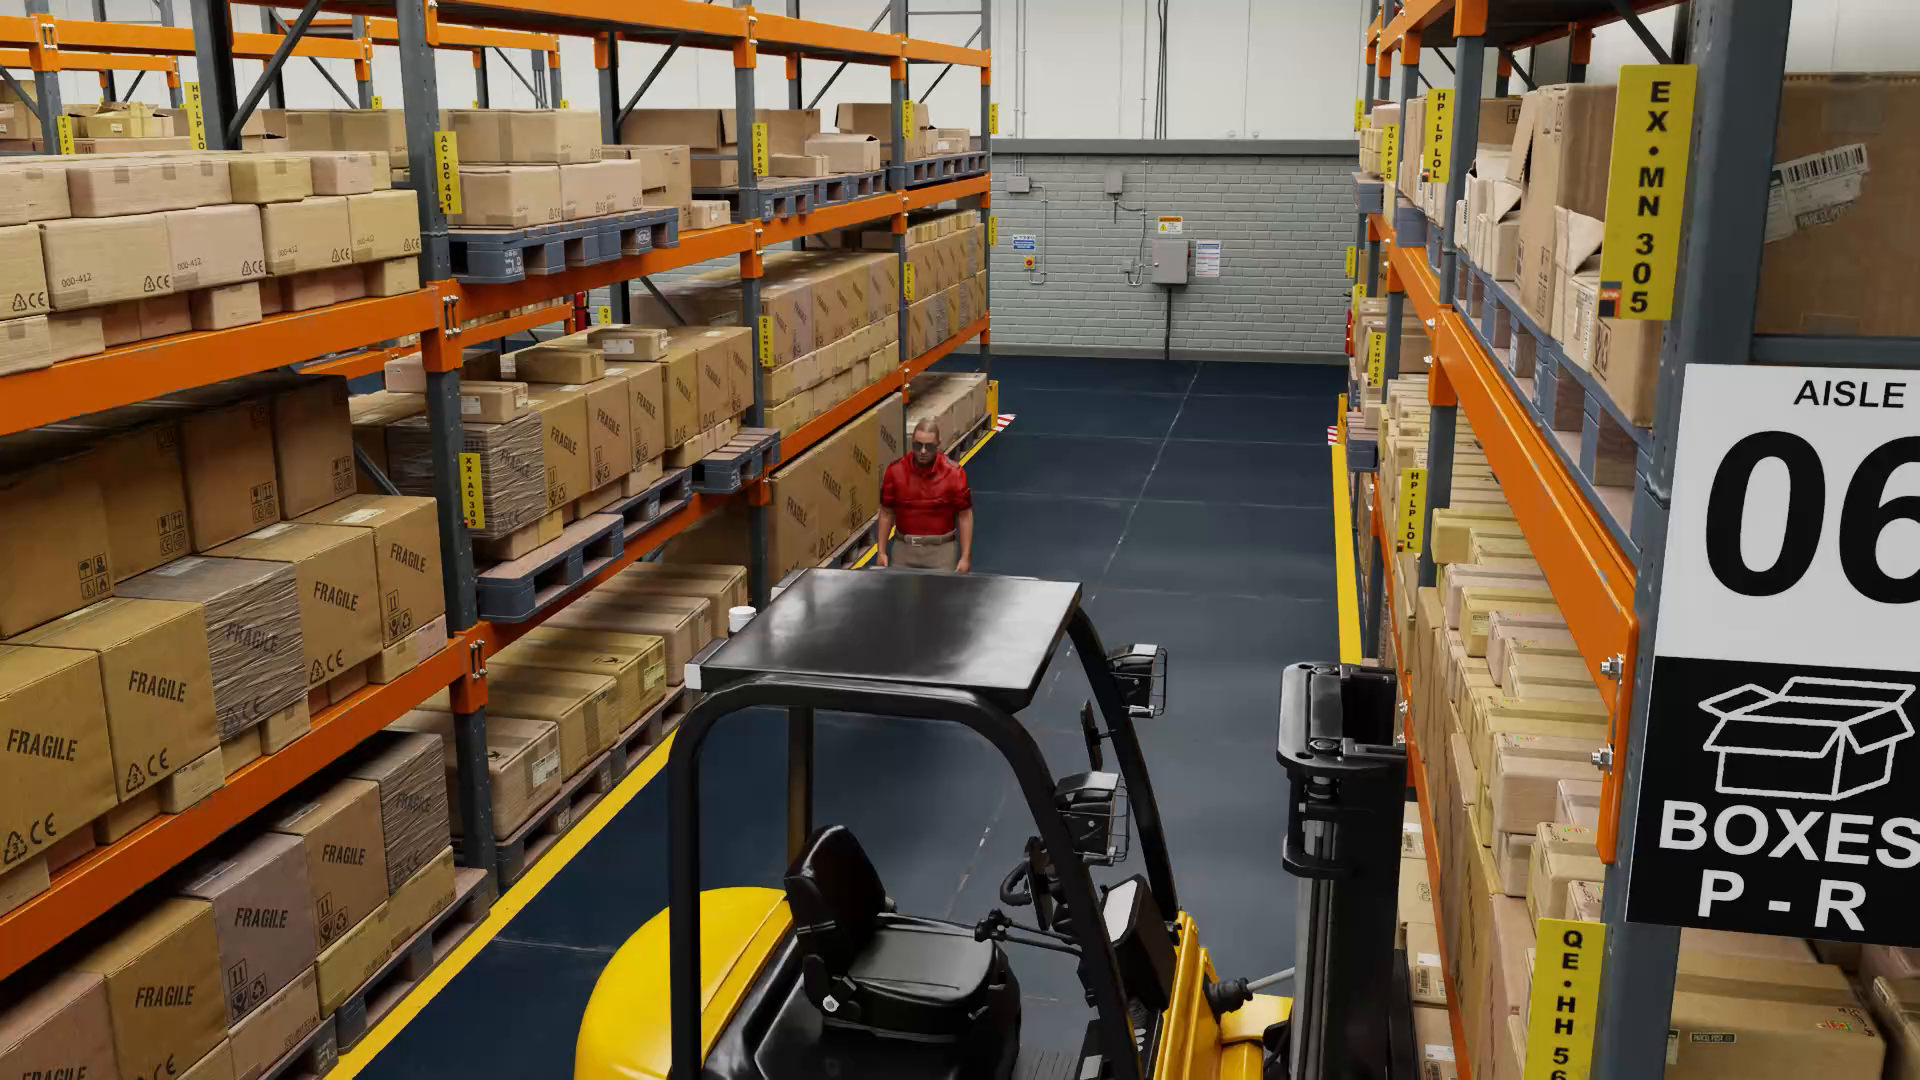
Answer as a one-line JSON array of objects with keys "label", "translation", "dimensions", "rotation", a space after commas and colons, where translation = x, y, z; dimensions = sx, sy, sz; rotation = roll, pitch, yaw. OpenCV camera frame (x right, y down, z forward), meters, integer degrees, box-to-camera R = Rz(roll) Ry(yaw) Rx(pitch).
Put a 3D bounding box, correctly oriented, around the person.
[{"label": "person", "translation": [-0.219, 0.115, 10.095], "dimensions": [0.589, 1.725, 0.392], "rotation": [2, 15, 8]}]
